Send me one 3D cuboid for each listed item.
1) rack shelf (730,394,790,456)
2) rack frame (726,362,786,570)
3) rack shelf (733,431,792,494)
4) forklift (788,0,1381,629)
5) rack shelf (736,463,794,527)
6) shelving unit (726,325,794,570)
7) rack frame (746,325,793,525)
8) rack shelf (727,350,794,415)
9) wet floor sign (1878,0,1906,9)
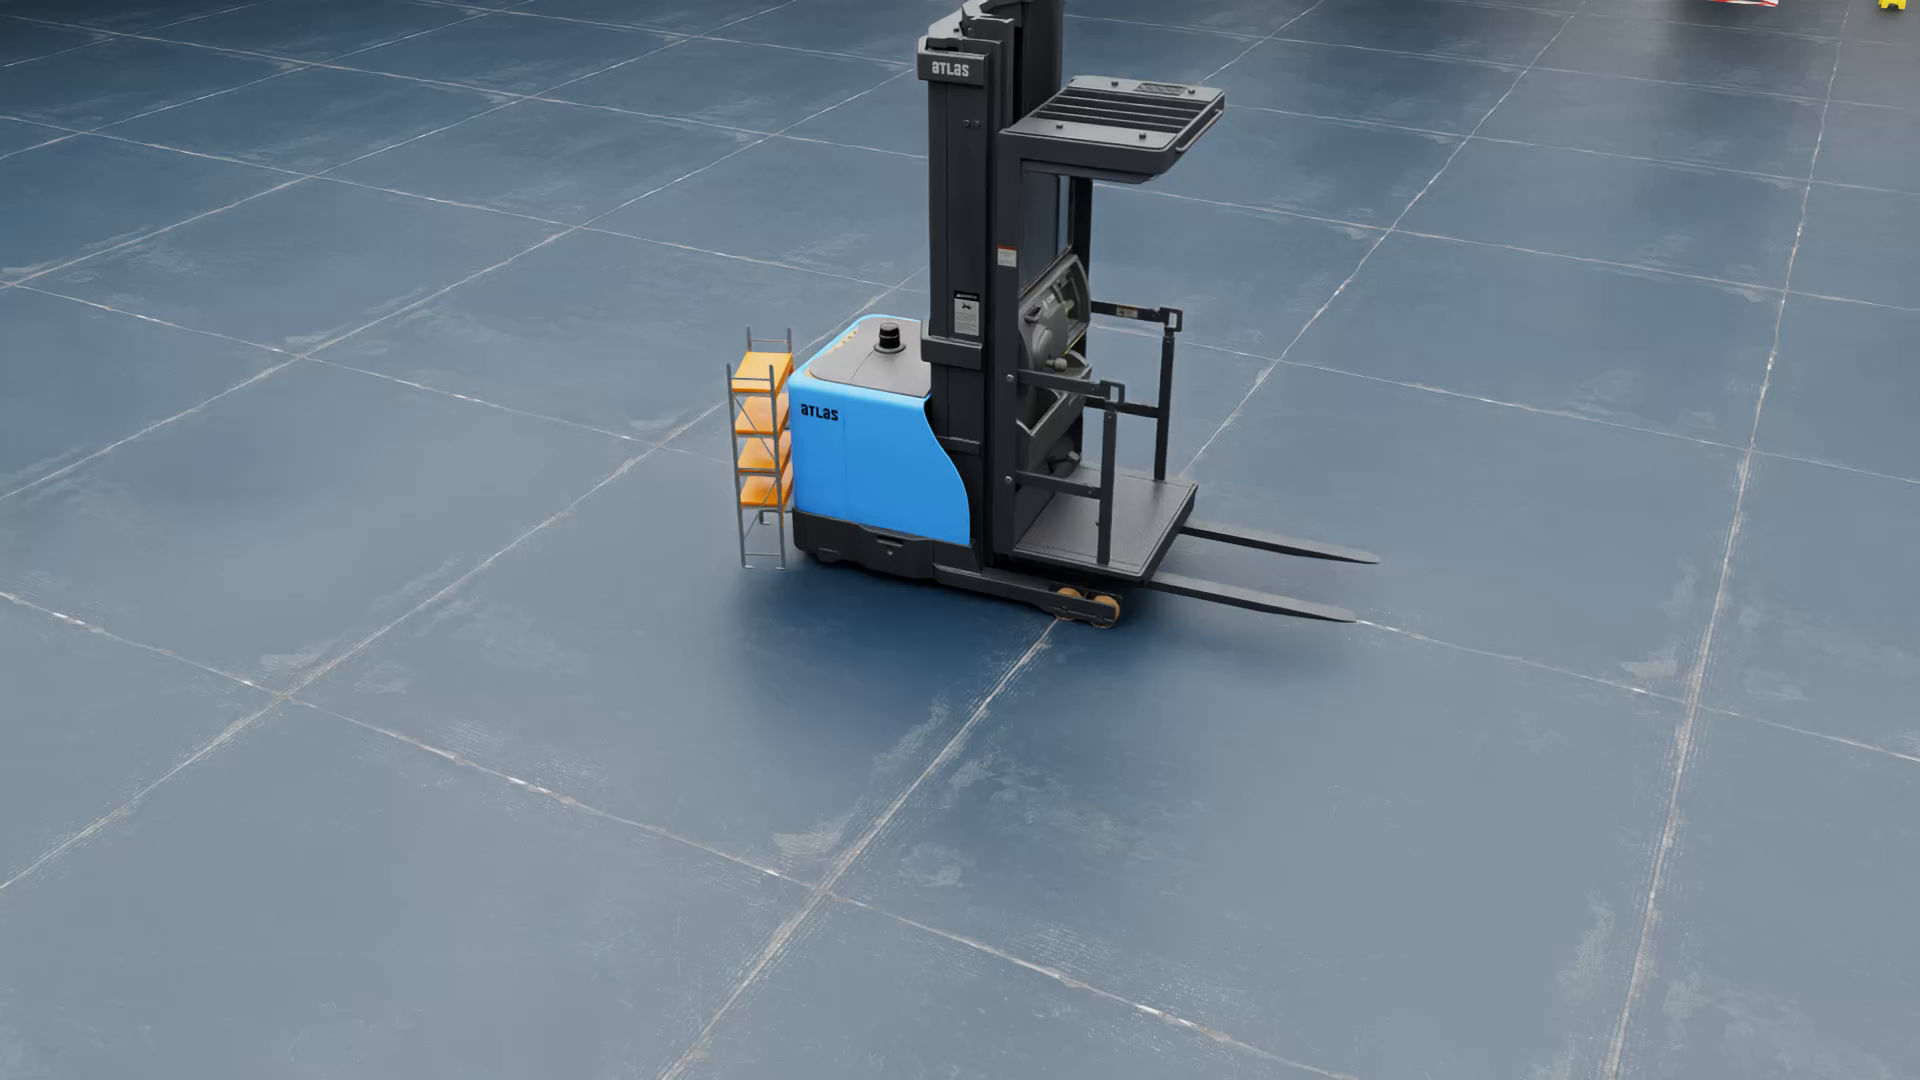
[{"bbox_3d":[-1.037,-0.624,8.818,0.258,0.148,0.480,3,30,5],"label":"rack shelf"},{"bbox_3d":[-1.060,-0.368,8.685,0.240,1.200,0.015,3,30,5],"label":"rack frame"},{"bbox_3d":[-1.037,-0.430,8.929,0.258,0.148,0.480,3,30,5],"label":"rack shelf"},{"bbox_3d":[0.660,-1.121,8.258,3.031,2.935,1.130,12,32,19],"label":"forklift"},{"bbox_3d":[-1.037,-0.258,9.028,0.258,0.148,0.480,3,30,5],"label":"rack shelf"},{"bbox_3d":[-1.037,-0.488,8.895,0.258,1.200,0.503,3,30,5],"label":"shelving unit"},{"bbox_3d":[-1.014,-0.609,9.106,0.240,1.200,0.015,3,30,5],"label":"rack frame"},{"bbox_3d":[-1.038,-0.829,8.700,0.258,0.148,0.480,3,30,5],"label":"rack shelf"},{"bbox_3d":[11.735,-7.003,20.796,0.267,0.644,0.232,9,31,15],"label":"wet floor sign"}]
